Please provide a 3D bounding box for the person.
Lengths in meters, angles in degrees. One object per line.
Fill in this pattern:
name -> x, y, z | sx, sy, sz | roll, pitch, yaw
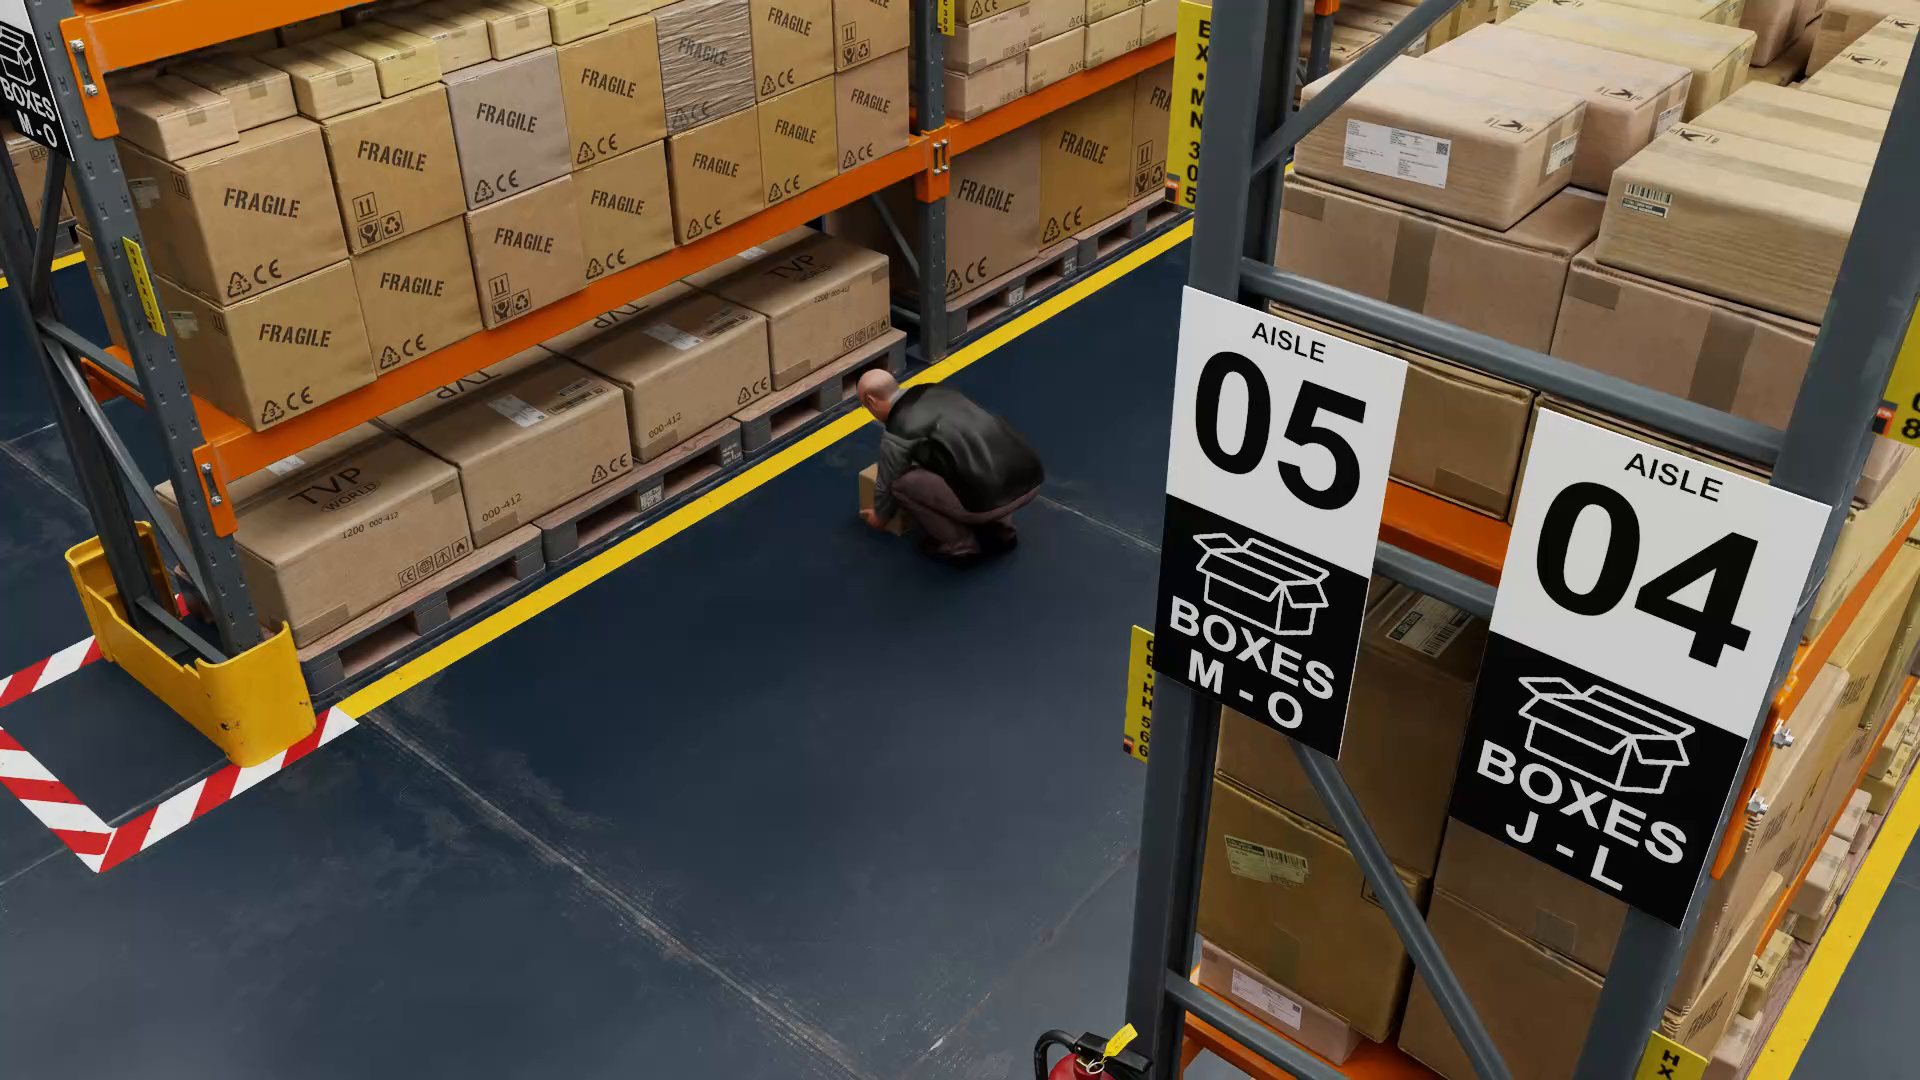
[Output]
person -> -0.064, -0.303, 7.479 | 0.893, 0.835, 0.526 | 25, 42, 32
